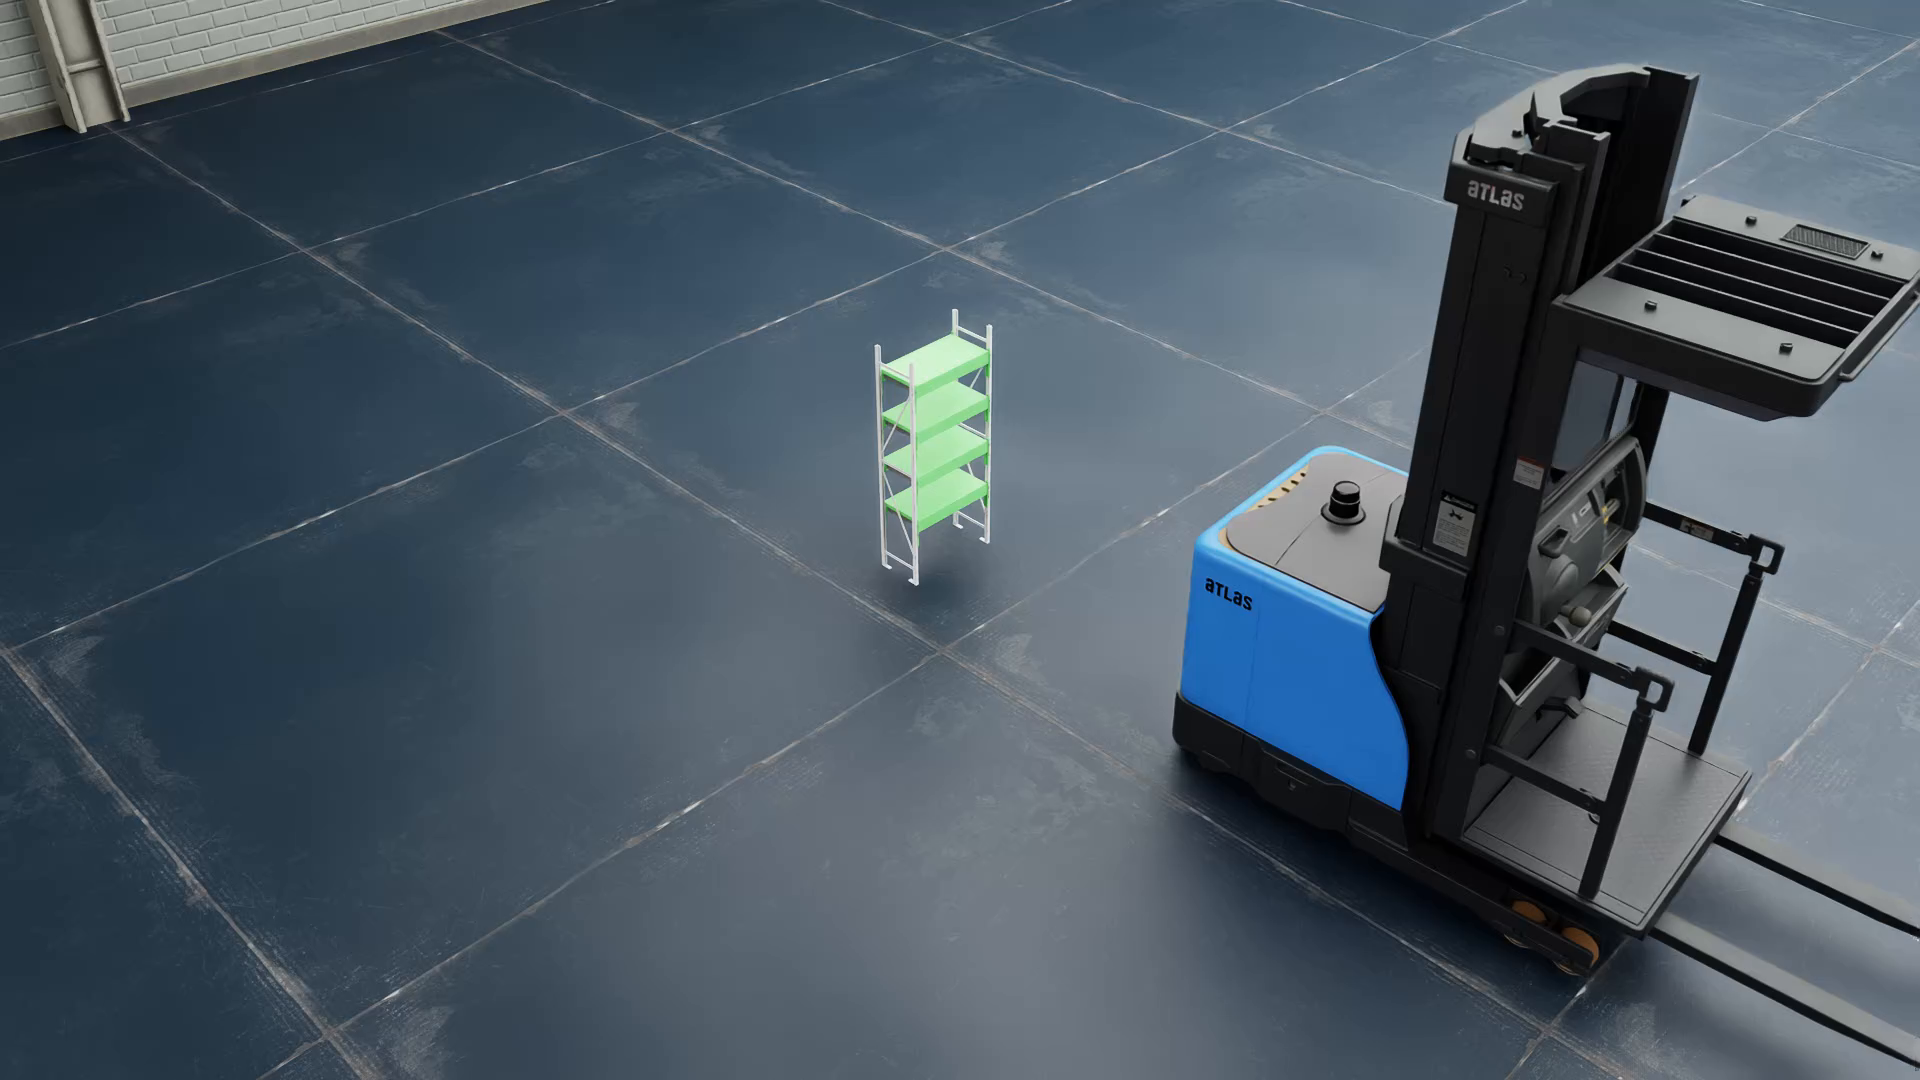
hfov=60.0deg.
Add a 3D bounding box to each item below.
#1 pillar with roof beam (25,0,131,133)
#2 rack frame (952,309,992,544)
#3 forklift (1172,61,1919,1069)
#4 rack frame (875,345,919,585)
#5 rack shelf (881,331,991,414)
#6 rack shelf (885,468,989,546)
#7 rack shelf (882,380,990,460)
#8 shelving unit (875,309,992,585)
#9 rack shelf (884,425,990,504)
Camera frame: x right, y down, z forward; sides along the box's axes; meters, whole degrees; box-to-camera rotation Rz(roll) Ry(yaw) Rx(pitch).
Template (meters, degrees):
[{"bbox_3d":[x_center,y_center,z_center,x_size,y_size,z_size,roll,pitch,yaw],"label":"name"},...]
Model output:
[{"bbox_3d":[-3.641,-5.205,7.847,9.100,9.000,0.400,30,45,35],"label":"pillar with roof beam"},{"bbox_3d":[0.055,-0.524,7.952,0.240,1.200,0.015,30,45,35],"label":"rack frame"},{"bbox_3d":[2.329,0.022,5.656,3.031,2.935,1.130,27,43,33],"label":"forklift"},{"bbox_3d":[-0.289,-0.326,7.668,0.240,1.200,0.015,30,45,35],"label":"rack frame"},{"bbox_3d":[-0.117,-0.766,7.572,0.258,0.148,0.480,30,45,35],"label":"rack shelf"},{"bbox_3d":[-0.117,-0.176,7.984,0.258,0.148,0.480,30,45,35],"label":"rack shelf"},{"bbox_3d":[-0.117,-0.569,7.710,0.258,0.148,0.480,30,45,35],"label":"rack shelf"},{"bbox_3d":[-0.117,-0.425,7.810,0.258,1.200,0.503,30,45,35],"label":"shelving unit"},{"bbox_3d":[-0.117,-0.373,7.847,0.258,0.148,0.480,30,45,35],"label":"rack shelf"}]
